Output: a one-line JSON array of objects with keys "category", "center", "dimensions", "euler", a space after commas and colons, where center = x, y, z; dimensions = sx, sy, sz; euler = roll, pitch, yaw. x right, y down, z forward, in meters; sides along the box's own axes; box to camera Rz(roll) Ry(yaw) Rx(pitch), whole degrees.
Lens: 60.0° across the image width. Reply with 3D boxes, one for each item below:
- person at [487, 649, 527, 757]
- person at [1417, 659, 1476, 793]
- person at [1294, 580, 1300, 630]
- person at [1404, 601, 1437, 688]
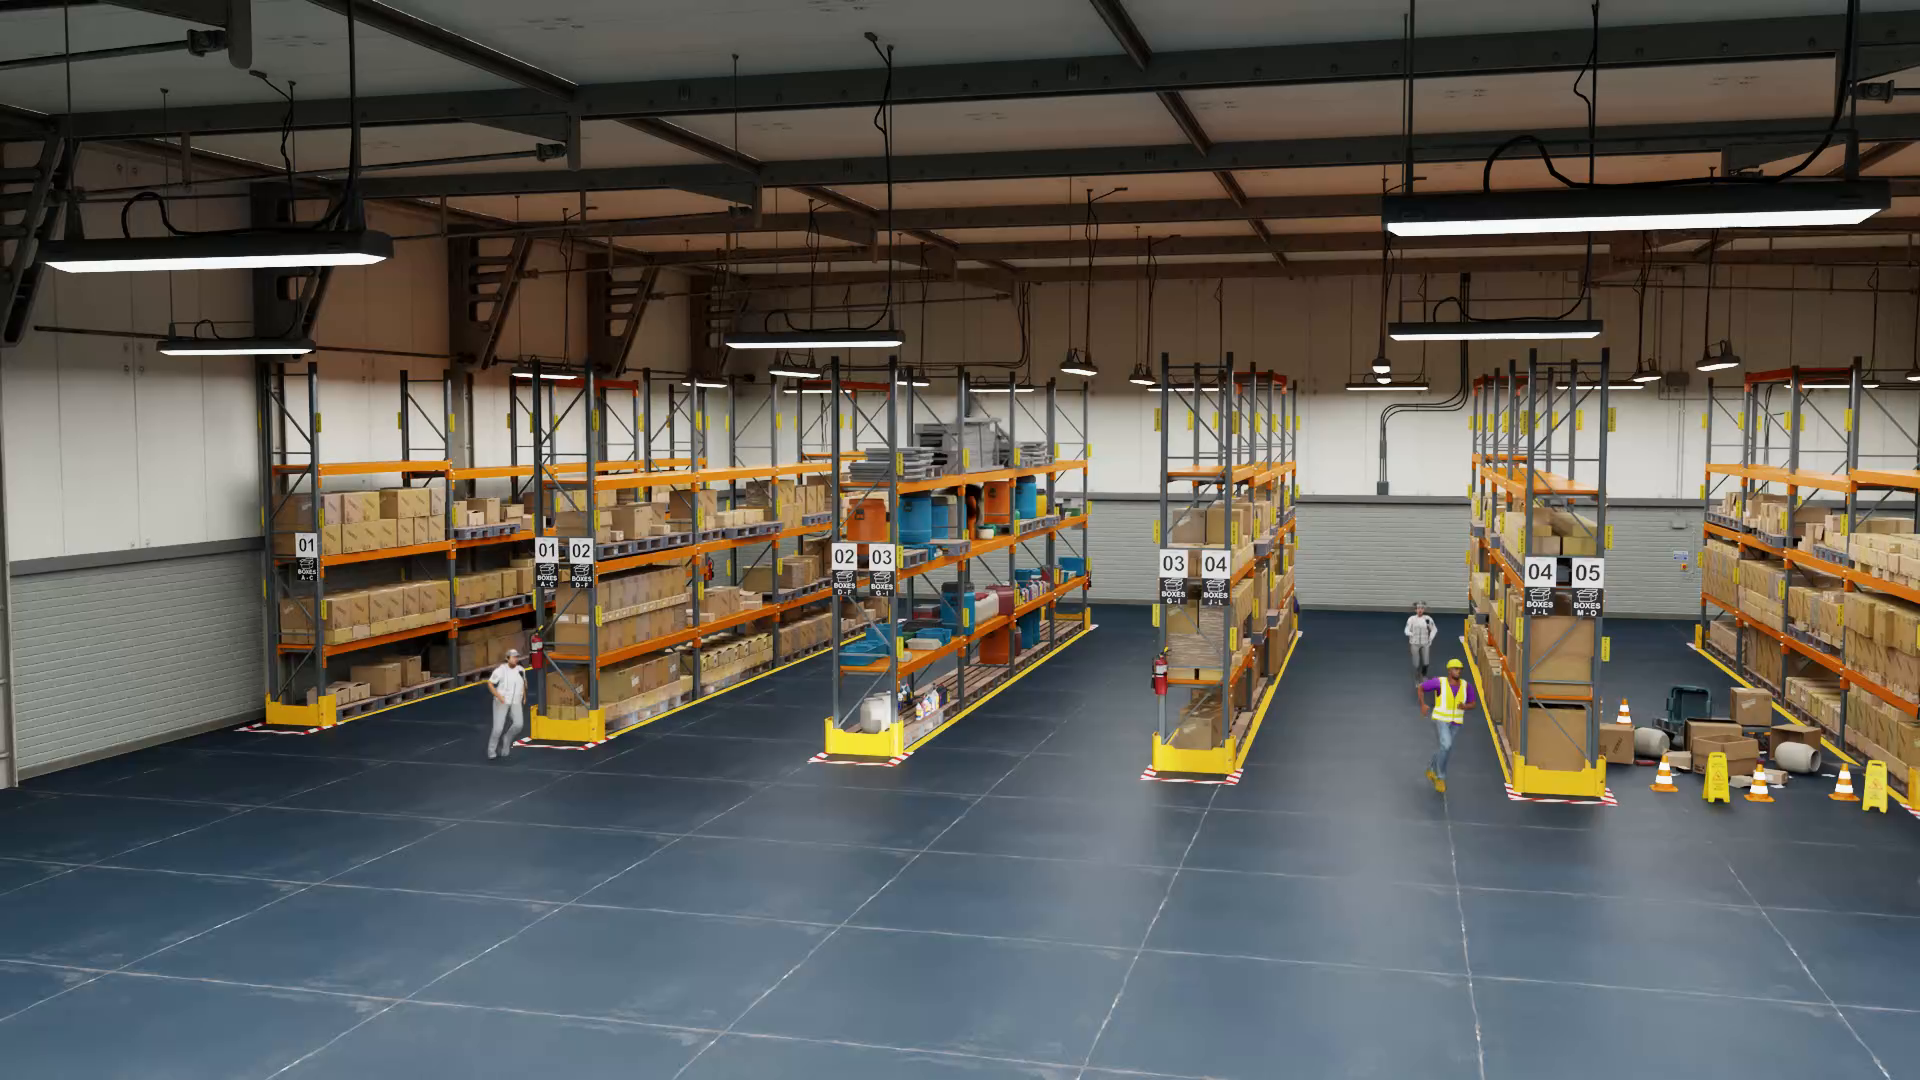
[{"category": "person", "center": [-6.740, 2.439, 24.936], "dimensions": [0.666, 1.606, 0.577], "euler": [-3, 5, -36]}, {"category": "person", "center": [6.726, 2.524, 22.918], "dimensions": [0.709, 1.793, 0.757], "euler": [-1, 4, -13]}, {"category": "person", "center": [7.879, 1.390, 40.179], "dimensions": [0.633, 1.595, 0.637], "euler": [2, 4, 23]}, {"category": "person", "center": [8.656, 1.967, 31.229], "dimensions": [0.602, 1.655, 0.554], "euler": [1, 4, 13]}]
